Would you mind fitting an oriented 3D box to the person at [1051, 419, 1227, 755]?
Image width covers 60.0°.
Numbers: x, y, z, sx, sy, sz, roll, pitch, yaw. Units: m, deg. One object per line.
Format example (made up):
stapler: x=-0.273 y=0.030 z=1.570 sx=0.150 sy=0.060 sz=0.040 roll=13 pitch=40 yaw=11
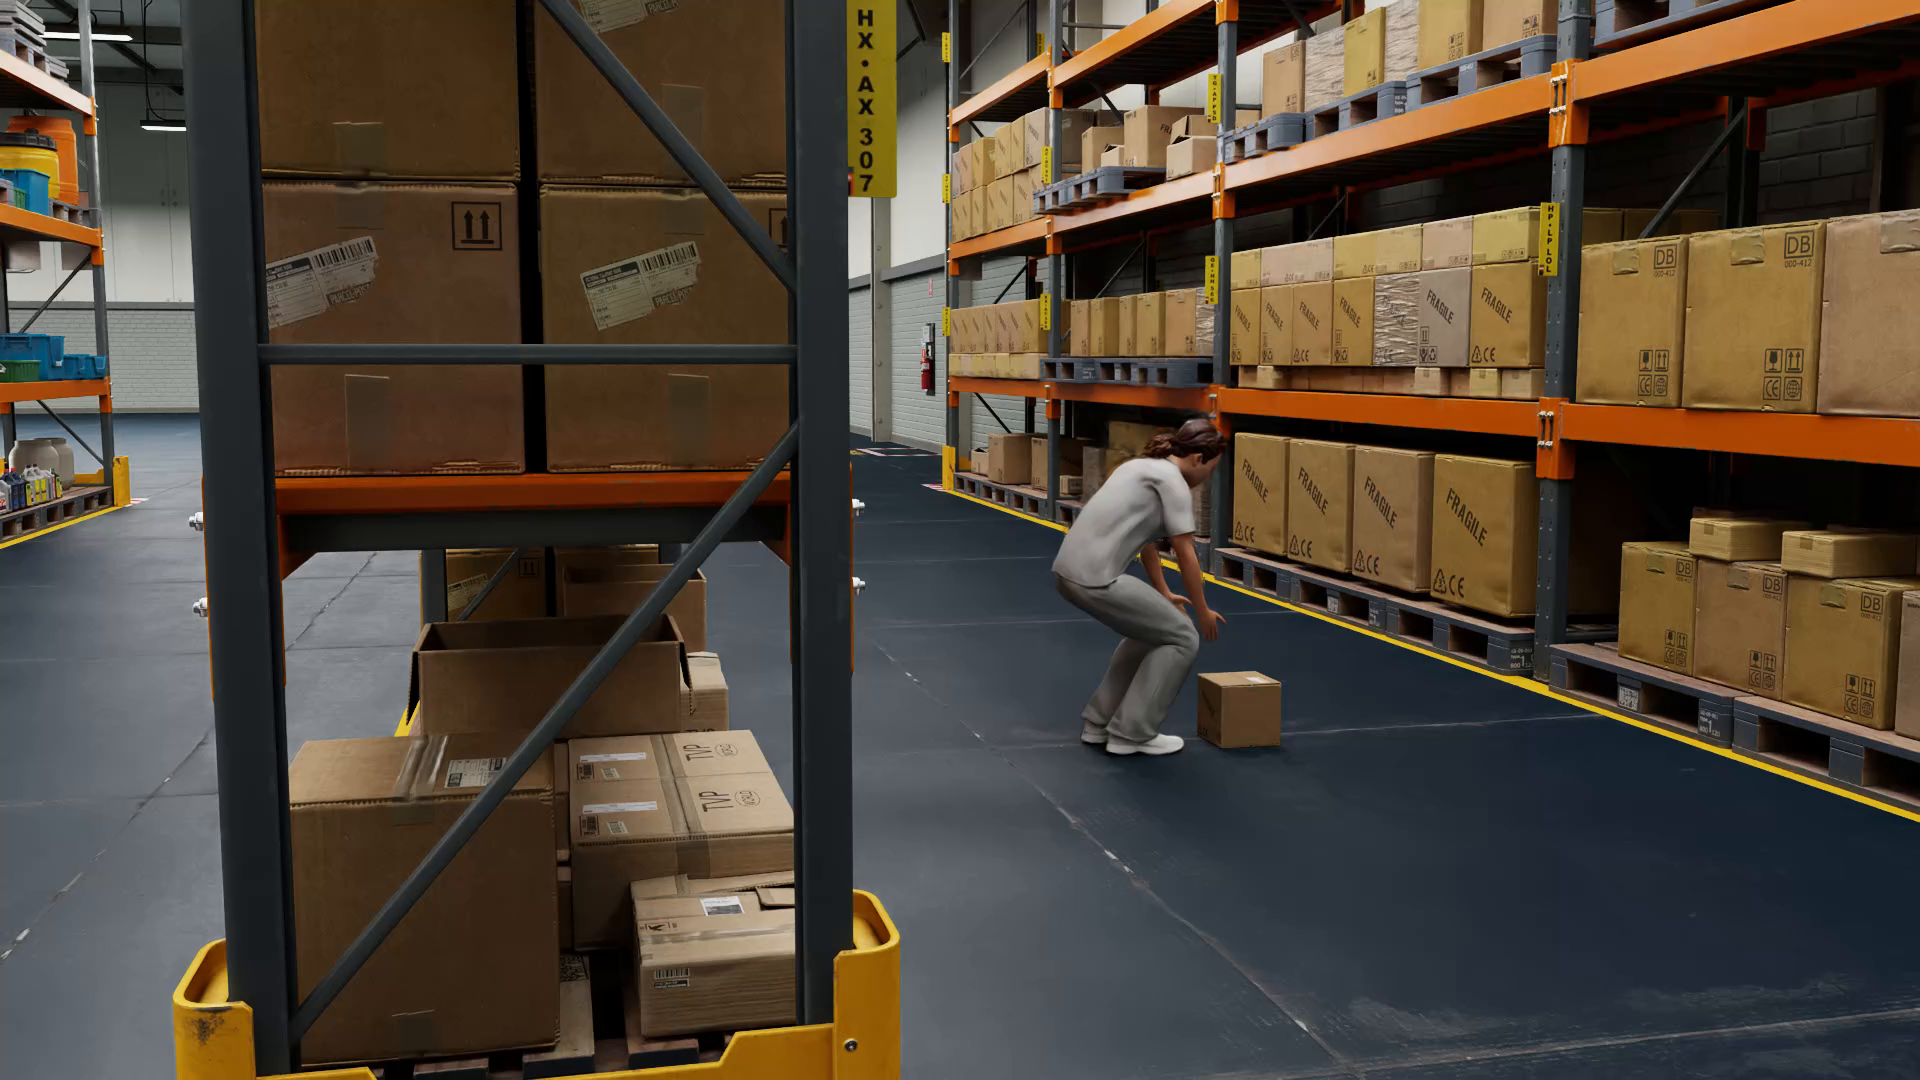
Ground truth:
person: x=0.697 y=0.170 z=6.457 sx=0.696 sy=1.275 sz=0.490 roll=-2 pitch=6 yaw=-14
